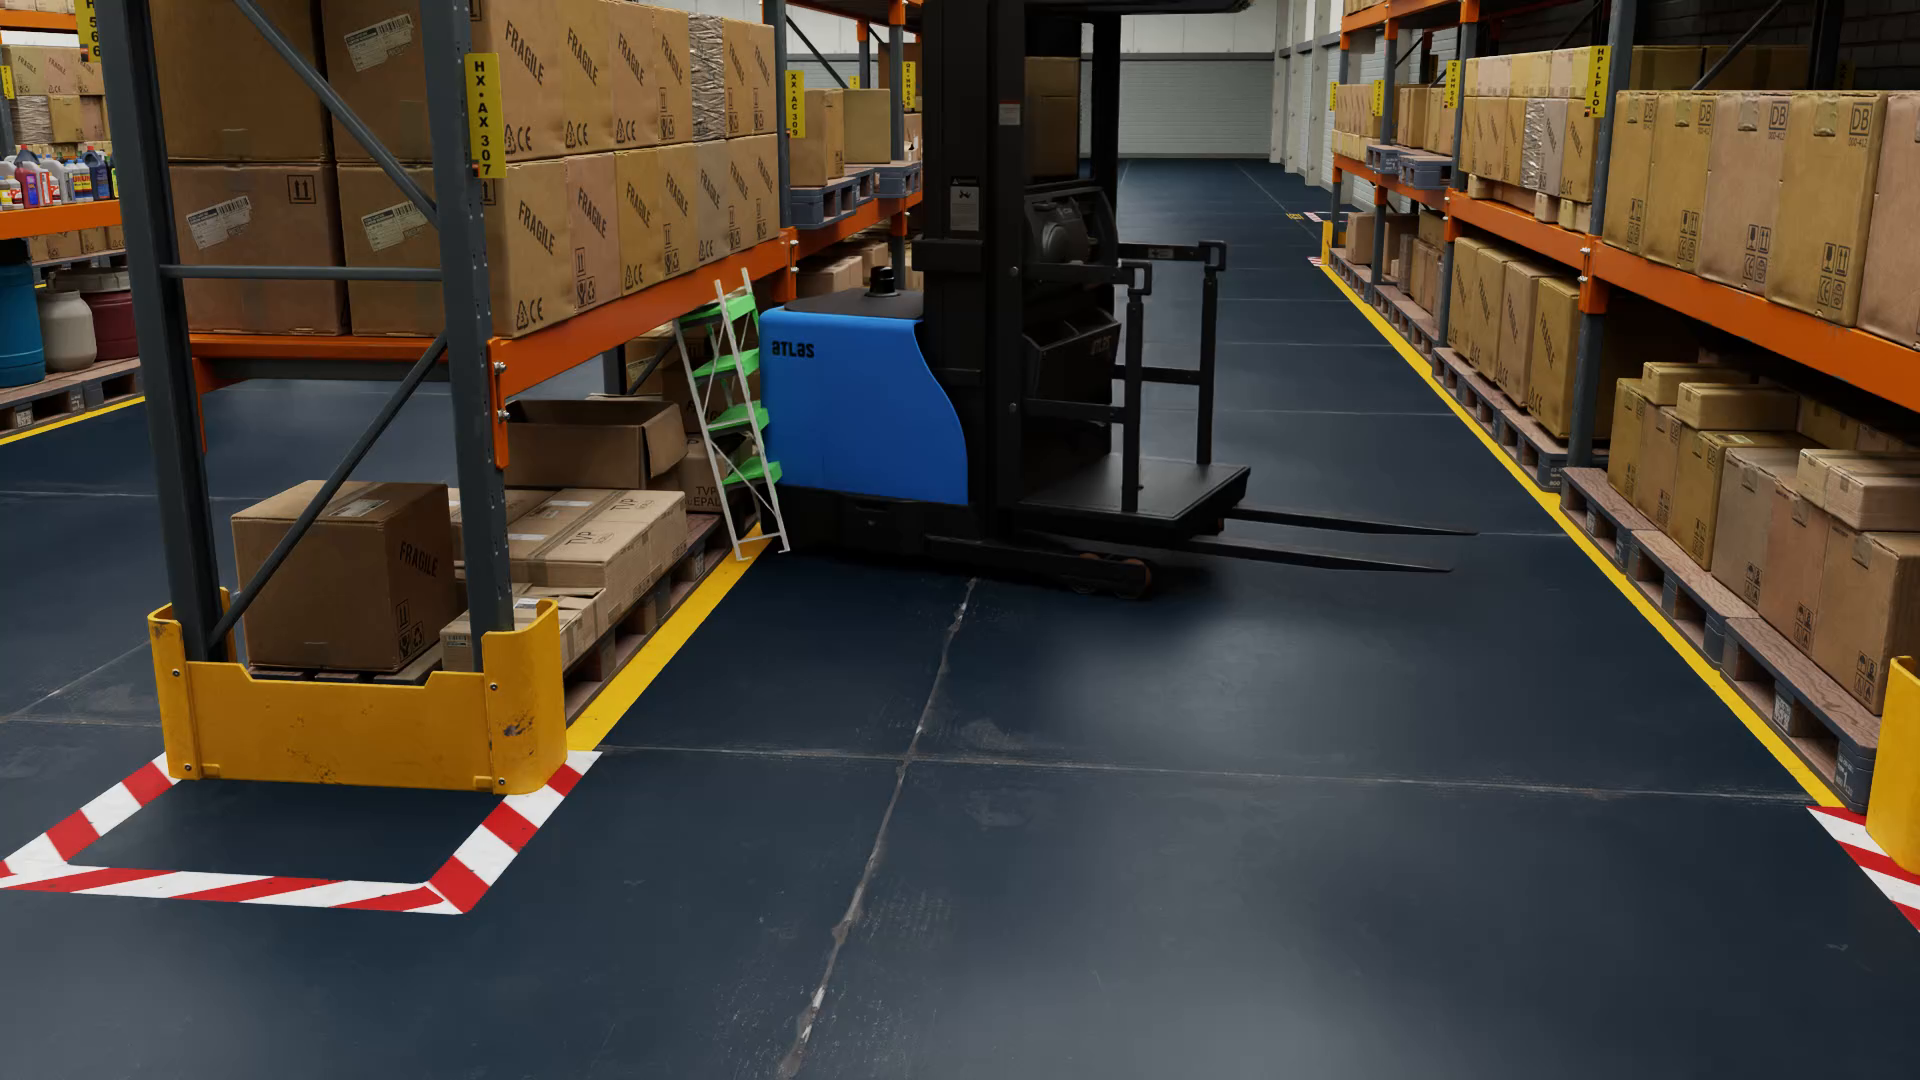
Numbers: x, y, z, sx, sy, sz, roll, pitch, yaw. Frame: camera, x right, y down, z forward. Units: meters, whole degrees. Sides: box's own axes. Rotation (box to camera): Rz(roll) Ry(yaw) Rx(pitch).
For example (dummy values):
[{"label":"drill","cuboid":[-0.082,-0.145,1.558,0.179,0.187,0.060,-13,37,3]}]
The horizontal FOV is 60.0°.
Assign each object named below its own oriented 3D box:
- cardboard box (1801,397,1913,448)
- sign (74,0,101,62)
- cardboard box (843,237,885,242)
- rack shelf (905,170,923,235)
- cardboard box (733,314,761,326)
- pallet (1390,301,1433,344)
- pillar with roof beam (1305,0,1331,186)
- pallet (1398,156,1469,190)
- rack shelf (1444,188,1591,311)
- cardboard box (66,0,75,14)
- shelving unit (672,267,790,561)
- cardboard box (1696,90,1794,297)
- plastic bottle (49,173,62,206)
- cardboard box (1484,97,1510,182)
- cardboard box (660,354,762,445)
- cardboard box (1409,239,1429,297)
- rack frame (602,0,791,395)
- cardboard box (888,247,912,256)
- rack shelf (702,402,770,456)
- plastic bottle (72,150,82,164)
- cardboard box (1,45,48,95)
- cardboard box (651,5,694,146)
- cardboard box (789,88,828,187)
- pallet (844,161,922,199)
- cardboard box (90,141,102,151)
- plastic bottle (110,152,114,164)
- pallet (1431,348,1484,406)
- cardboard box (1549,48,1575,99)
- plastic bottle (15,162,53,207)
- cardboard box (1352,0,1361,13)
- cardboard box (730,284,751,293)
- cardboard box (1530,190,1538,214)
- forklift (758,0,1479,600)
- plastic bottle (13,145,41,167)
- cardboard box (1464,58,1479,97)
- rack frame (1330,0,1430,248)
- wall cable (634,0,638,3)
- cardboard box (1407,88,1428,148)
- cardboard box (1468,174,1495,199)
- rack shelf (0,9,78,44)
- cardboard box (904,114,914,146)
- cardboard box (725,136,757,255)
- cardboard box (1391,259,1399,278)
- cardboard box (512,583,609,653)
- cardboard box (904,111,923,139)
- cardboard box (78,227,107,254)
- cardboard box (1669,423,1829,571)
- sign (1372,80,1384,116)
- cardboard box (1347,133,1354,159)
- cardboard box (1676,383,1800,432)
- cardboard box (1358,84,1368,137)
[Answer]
[{"label":"cardboard box","cuboid":[3.438,-0.443,6.295,0.380,0.149,0.250,1,15,5]},{"label":"sign","cuboid":[-2.368,-1.471,4.532,0.100,0.325,0.005,2,15,6]},{"label":"cardboard box","cuboid":[-0.931,-2.498,14.542,0.500,0.311,0.500,2,15,8]},{"label":"rack shelf","cuboid":[-0.691,-2.984,14.331,1.077,0.370,4.000,2,15,6]},{"label":"cardboard box","cuboid":[-1.022,-1.038,9.701,0.500,0.500,0.500,2,15,7]},{"label":"pallet","cuboid":[4.236,-1.840,14.063,1.003,0.211,1.213,2,15,6]},{"label":"pillar with roof beam","cuboid":[3.443,-12.227,35.641,9.100,9.000,0.400,2,15,6]},{"label":"pallet","cuboid":[3.981,-2.763,12.503,1.213,0.211,1.003,2,15,6]},{"label":"rack shelf","cuboid":[3.781,-1.802,9.958,1.077,0.370,4.000,2,15,6]},{"label":"cardboard box","cuboid":[-9.881,-5.894,18.253,0.500,0.250,0.500,1,15,4]},{"label":"shelving unit","cuboid":[-0.965,-0.562,7.349,0.258,1.200,0.503,-11,14,9]},{"label":"cardboard box","cuboid":[3.317,-1.257,5.990,0.980,0.700,0.700,1,15,4]},{"label":"plastic bottle","cuboid":[-5.713,-2.205,10.450,0.097,0.201,0.097,0,15,0]},{"label":"cardboard box","cuboid":[3.572,-2.487,10.313,0.500,0.500,0.500,2,15,6]},{"label":"cardboard box","cuboid":[-1.150,-0.625,8.173,0.500,0.500,0.500,2,15,6]},{"label":"cardboard box","cuboid":[4.383,-2.384,14.679,0.700,0.500,0.500,1,15,5]},{"label":"rack frame","cuboid":[-1.368,-1.776,8.482,1.000,3.000,0.127,2,15,6]},{"label":"cardboard box","cuboid":[-0.514,-2.223,13.524,0.500,0.311,0.500,1,15,5]},{"label":"rack shelf","cuboid":[-0.950,-0.502,7.364,0.258,0.148,0.480,-11,14,9]},{"label":"plastic bottle","cuboid":[-6.320,-2.647,11.930,0.061,0.283,0.133,2,15,6]},{"label":"cardboard box","cuboid":[-10.004,-4.927,17.459,0.500,0.500,0.500,2,15,6]},{"label":"cardboard box","cuboid":[-1.338,-1.774,6.367,0.500,0.500,0.500,2,15,6]},{"label":"cardboard box","cuboid":[-1.092,-2.143,8.844,0.700,0.500,0.500,-3,16,-13]},{"label":"pallet","cuboid":[-0.923,-2.542,11.686,1.213,0.211,1.003,2,15,6]},{"label":"cardboard box","cuboid":[-9.868,-4.394,18.646,0.380,0.149,0.250,2,15,6]},{"label":"plastic bottle","cuboid":[-5.648,-2.482,11.189,0.144,0.351,0.185,2,15,6]},{"label":"pallet","cuboid":[3.842,-1.120,11.398,1.003,0.211,1.213,2,15,6]},{"label":"cardboard box","cuboid":[3.421,-2.455,8.759,0.500,0.250,0.500,2,15,7]},{"label":"plastic bottle","cuboid":[-5.754,-2.211,10.332,0.152,0.276,0.135,2,15,6]},{"label":"cardboard box","cuboid":[4.472,-5.896,17.745,0.500,0.500,0.500,2,15,9]},{"label":"cardboard box","cuboid":[-1.367,-1.443,11.199,0.500,0.500,0.500,1,15,6]},{"label":"cardboard box","cuboid":[3.499,-1.943,9.545,0.380,0.149,0.250,1,15,5]},{"label":"forklift","cuboid":[0.657,-1.329,6.961,3.031,2.935,1.130,7,17,24]},{"label":"plastic bottle","cuboid":[-6.220,-2.463,11.118,0.144,0.351,0.185,2,15,6]},{"label":"cardboard box","cuboid":[3.696,-3.114,11.195,0.500,0.250,0.500,2,15,8]},{"label":"rack frame","cuboid":[4.909,-4.743,19.456,1.000,3.000,0.127,2,15,6]},{"label":"wall cable","cuboid":[-11.147,-18.224,51.302,2.305,6.003,0.169,2,15,6]},{"label":"cardboard box","cuboid":[4.296,-3.690,14.529,0.700,0.500,0.500,3,15,12]},{"label":"cardboard box","cuboid":[3.588,-2.346,11.036,0.380,0.149,0.250,2,15,8]},{"label":"rack shelf","cuboid":[-10.082,-5.763,18.858,1.077,0.370,4.000,2,15,6]},{"label":"cardboard box","cuboid":[-0.684,-3.433,14.421,0.500,0.500,0.500,2,15,6]},{"label":"cardboard box","cuboid":[-1.226,-1.553,7.467,0.500,0.500,0.500,2,15,8]},{"label":"cardboard box","cuboid":[4.488,-2.690,16.448,0.380,0.166,0.250,0,15,-1]},{"label":"cardboard box","cuboid":[-1.402,0.254,5.561,0.380,0.166,0.250,2,15,6]},{"label":"cardboard box","cuboid":[-0.421,-4.014,16.568,0.700,0.500,0.500,1,15,5]},{"label":"cardboard box","cuboid":[-10.174,-3.554,19.043,0.500,0.500,0.500,0,15,1]},{"label":"cardboard box","cuboid":[3.248,-0.172,6.538,0.700,0.500,0.500,2,15,8]},{"label":"sign","cuboid":[3.918,-4.137,15.558,0.100,0.325,0.005,2,15,6]},{"label":"cardboard box","cuboid":[4.371,-4.165,17.567,0.500,0.250,0.500,2,15,7]},{"label":"cardboard box","cuboid":[3.090,-0.530,6.617,0.380,0.149,0.250,1,15,5]},{"label":"cardboard box","cuboid":[4.254,-4.266,16.505,0.500,0.500,0.500,2,15,6]}]
